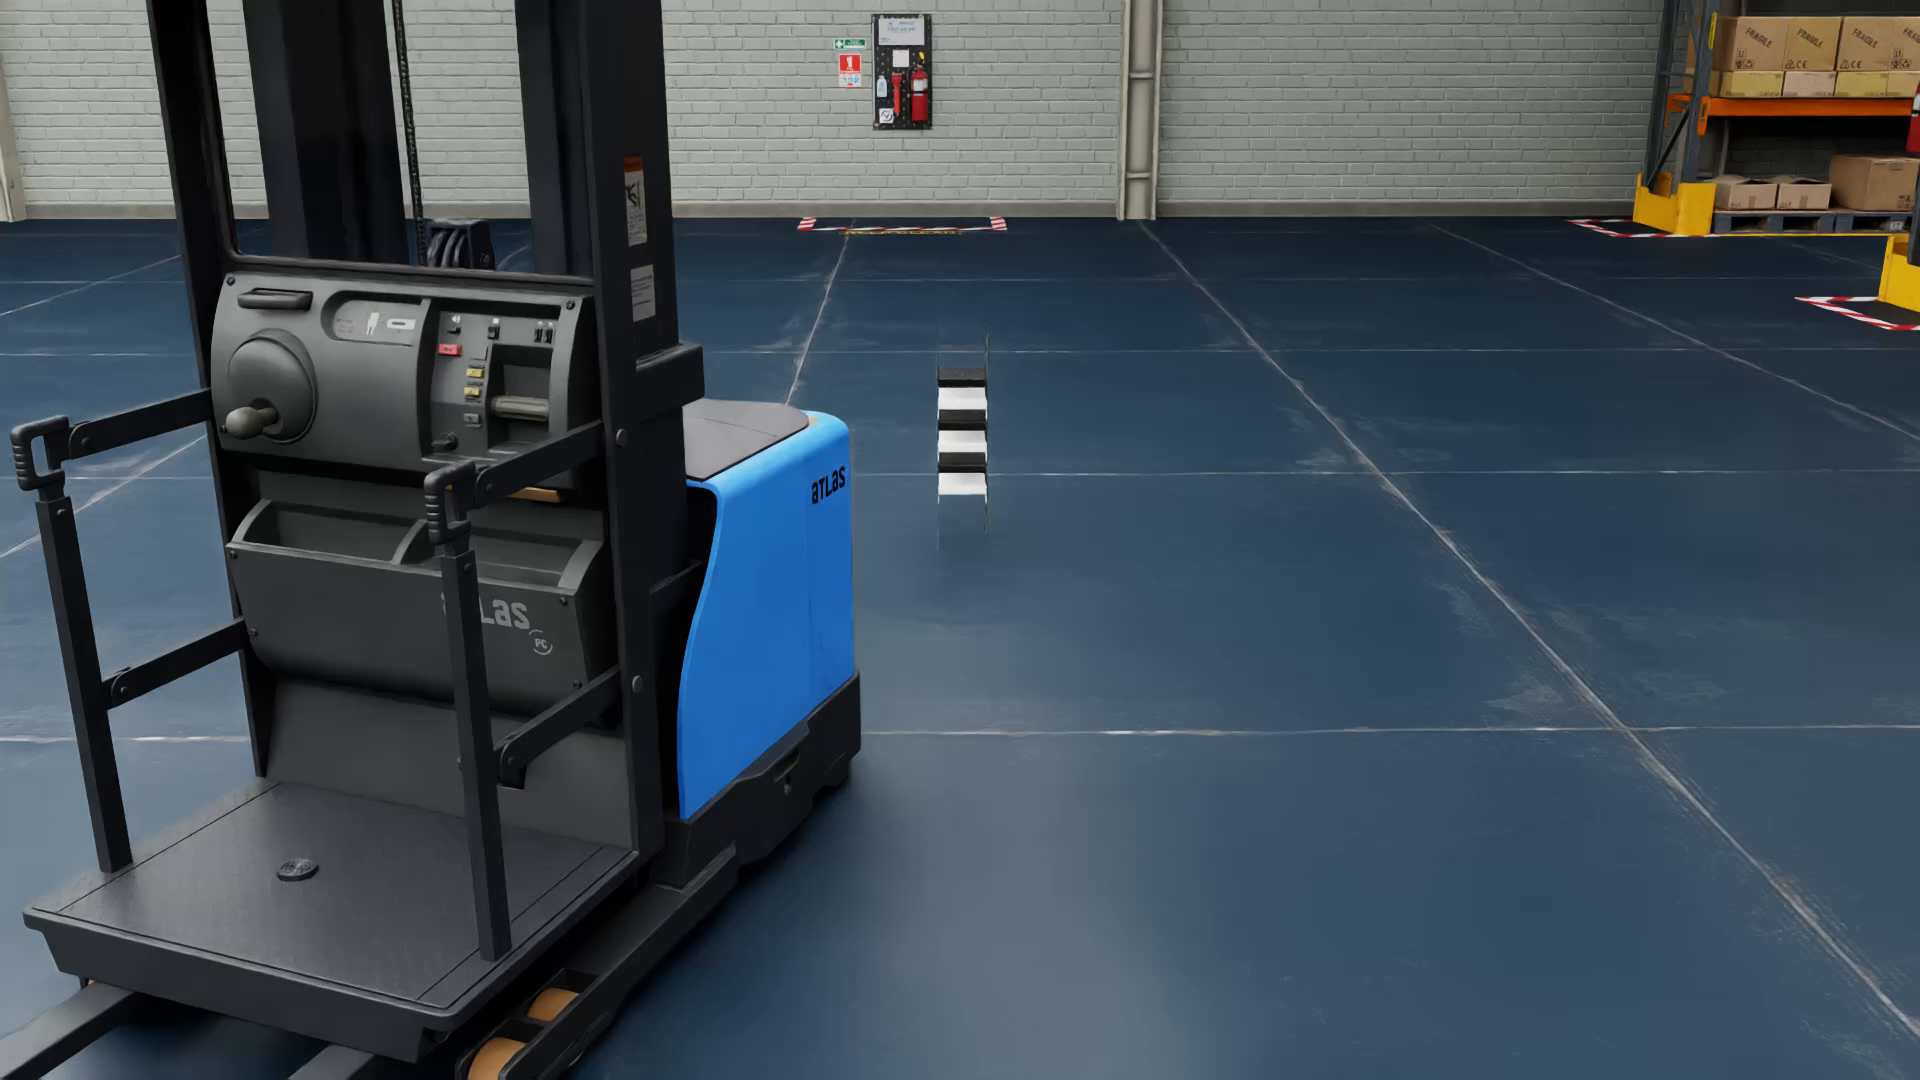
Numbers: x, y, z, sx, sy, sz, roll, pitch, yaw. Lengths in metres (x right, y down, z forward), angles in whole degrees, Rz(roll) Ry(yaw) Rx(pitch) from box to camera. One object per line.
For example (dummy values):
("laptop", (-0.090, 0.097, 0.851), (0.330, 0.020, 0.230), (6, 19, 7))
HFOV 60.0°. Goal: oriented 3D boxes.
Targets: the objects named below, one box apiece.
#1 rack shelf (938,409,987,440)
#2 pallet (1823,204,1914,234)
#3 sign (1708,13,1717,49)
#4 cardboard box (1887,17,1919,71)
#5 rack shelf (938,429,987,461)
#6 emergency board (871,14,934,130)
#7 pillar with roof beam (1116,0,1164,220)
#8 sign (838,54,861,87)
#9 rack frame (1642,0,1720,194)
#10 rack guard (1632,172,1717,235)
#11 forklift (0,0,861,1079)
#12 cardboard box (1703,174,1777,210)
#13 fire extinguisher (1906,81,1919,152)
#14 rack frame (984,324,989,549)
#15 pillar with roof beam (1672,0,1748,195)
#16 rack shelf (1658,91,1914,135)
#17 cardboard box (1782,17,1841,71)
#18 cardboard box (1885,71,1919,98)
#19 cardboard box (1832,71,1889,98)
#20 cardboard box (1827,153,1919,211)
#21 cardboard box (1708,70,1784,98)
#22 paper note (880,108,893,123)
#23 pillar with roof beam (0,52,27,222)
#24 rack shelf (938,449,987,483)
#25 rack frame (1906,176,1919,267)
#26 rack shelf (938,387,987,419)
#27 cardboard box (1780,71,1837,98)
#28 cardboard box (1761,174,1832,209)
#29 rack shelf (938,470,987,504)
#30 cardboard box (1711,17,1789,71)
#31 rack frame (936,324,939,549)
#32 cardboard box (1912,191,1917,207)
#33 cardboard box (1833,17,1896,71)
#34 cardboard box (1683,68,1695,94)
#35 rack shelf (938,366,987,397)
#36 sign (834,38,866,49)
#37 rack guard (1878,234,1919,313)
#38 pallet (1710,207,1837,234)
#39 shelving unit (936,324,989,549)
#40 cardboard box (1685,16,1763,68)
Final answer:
("rack shelf", (0.008, -0.482, 6.893), (0.200, 0.077, 0.258), (0, 18, -1))
("pallet", (9.294, -3.297, 16.979), (1.213, 0.211, 1.003), (0, 18, -1))
("sign", (7.198, -4.872, 15.909), (0.005, 0.325, 0.100), (0, 18, -1))
("cardboard box", (9.198, -4.838, 16.203), (0.500, 0.500, 0.500), (0, 18, 1))
("rack shelf", (0.008, -0.397, 6.920), (0.200, 0.077, 0.258), (0, 18, -1))
("emergency board", (-0.596, -4.864, 17.301), (0.643, 1.169, 0.194), (0, 18, -1))
("pillar with roof beam", (1.944, -6.406, 12.286), (0.400, 9.000, 9.100), (0, 18, -1))
("sign", (-1.150, -4.910, 17.385), (0.234, 0.329, 0.001), (0, 18, -1))
("rack frame", (7.189, -4.626, 16.558), (0.127, 3.000, 1.000), (0, 18, -1))
("rack guard", (7.265, -3.436, 16.941), (0.348, 0.500, 1.175), (0, 18, -1))
("forklift", (-1.290, -0.359, 3.368), (1.130, 2.935, 3.031), (7, 19, 20))
("cardboard box", (7.882, -3.531, 16.826), (0.500, 0.311, 0.500), (-2, 18, -7))
("fire extinguisher", (7.145, -3.218, 12.294), (0.183, 0.674, 0.296), (0, 18, -1))
("rack frame", (0.110, -0.429, 6.912), (0.006, 0.900, 0.240), (0, 18, -1))
("pillar with roof beam", (7.943, -6.435, 12.377), (0.400, 9.000, 9.100), (0, 18, -1))
("rack shelf", (9.189, -4.293, 16.698), (4.000, 0.370, 1.077), (0, 18, -1))
("cardboard box", (8.165, -4.831, 16.182), (0.500, 0.500, 0.500), (0, 18, -1))
("cardboard box", (9.216, -4.479, 16.311), (0.500, 0.250, 0.500), (0, 18, 0))
("cardboard box", (8.710, -4.477, 16.306), (0.500, 0.250, 0.500), (-1, 18, -2))
("cardboard box", (9.186, -3.612, 16.769), (0.500, 0.500, 0.700), (-1, 18, -4))
("cardboard box", (7.682, -4.469, 16.283), (0.500, 0.250, 0.500), (-1, 18, -2))
("paper note", (-0.774, -4.465, 17.498), (0.142, 0.148, 0.016), (0, 18, -1))
("pillar with roof beam", (-10.055, -6.349, 12.106), (0.400, 9.000, 9.100), (0, 18, -1))
("rack shelf", (0.008, -0.311, 6.948), (0.200, 0.077, 0.258), (0, 18, -1))
("rack frame", (7.271, -3.113, 11.841), (0.127, 3.000, 1.000), (0, 18, -1))
("rack shelf", (0.008, -0.568, 6.865), (0.200, 0.077, 0.258), (0, 18, -1))
("cardboard box", (8.201, -4.476, 16.304), (0.500, 0.250, 0.500), (-1, 18, -3))
("cardboard box", (8.452, -3.534, 16.834), (0.500, 0.311, 0.500), (1, 18, 4))
("rack shelf", (0.008, -0.225, 6.975), (0.200, 0.077, 0.258), (0, 18, -1))
("cardboard box", (7.671, -4.832, 16.184), (0.500, 0.500, 0.500), (0, 18, -1))
("rack frame", (-0.094, -0.428, 6.909), (0.006, 0.900, 0.240), (0, 18, -1))
("cardboard box", (9.589, -3.496, 16.981), (0.250, 0.149, 0.380), (-2, 18, -5))
("cardboard box", (8.682, -4.832, 16.184), (0.500, 0.500, 0.500), (-1, 18, -3))
("cardboard box", (7.653, -4.626, 16.769), (0.500, 0.250, 0.500), (0, 18, 0))
("rack shelf", (0.008, -0.654, 6.838), (0.200, 0.077, 0.258), (0, 18, -1))
("sign", (-1.145, -5.160, 17.296), (0.331, 0.109, 0.001), (0, 18, -1))
("rack guard", (7.247, -1.923, 12.223), (0.348, 0.500, 1.175), (0, 18, -1))
("pallet", (8.078, -3.292, 16.963), (1.213, 0.211, 1.003), (0, 18, -1))
("shelving unit", (0.008, -0.429, 6.910), (0.210, 0.900, 0.258), (0, 18, -1))
("cardboard box", (7.657, -4.988, 16.672), (0.500, 0.500, 0.500), (0, 18, -1))
